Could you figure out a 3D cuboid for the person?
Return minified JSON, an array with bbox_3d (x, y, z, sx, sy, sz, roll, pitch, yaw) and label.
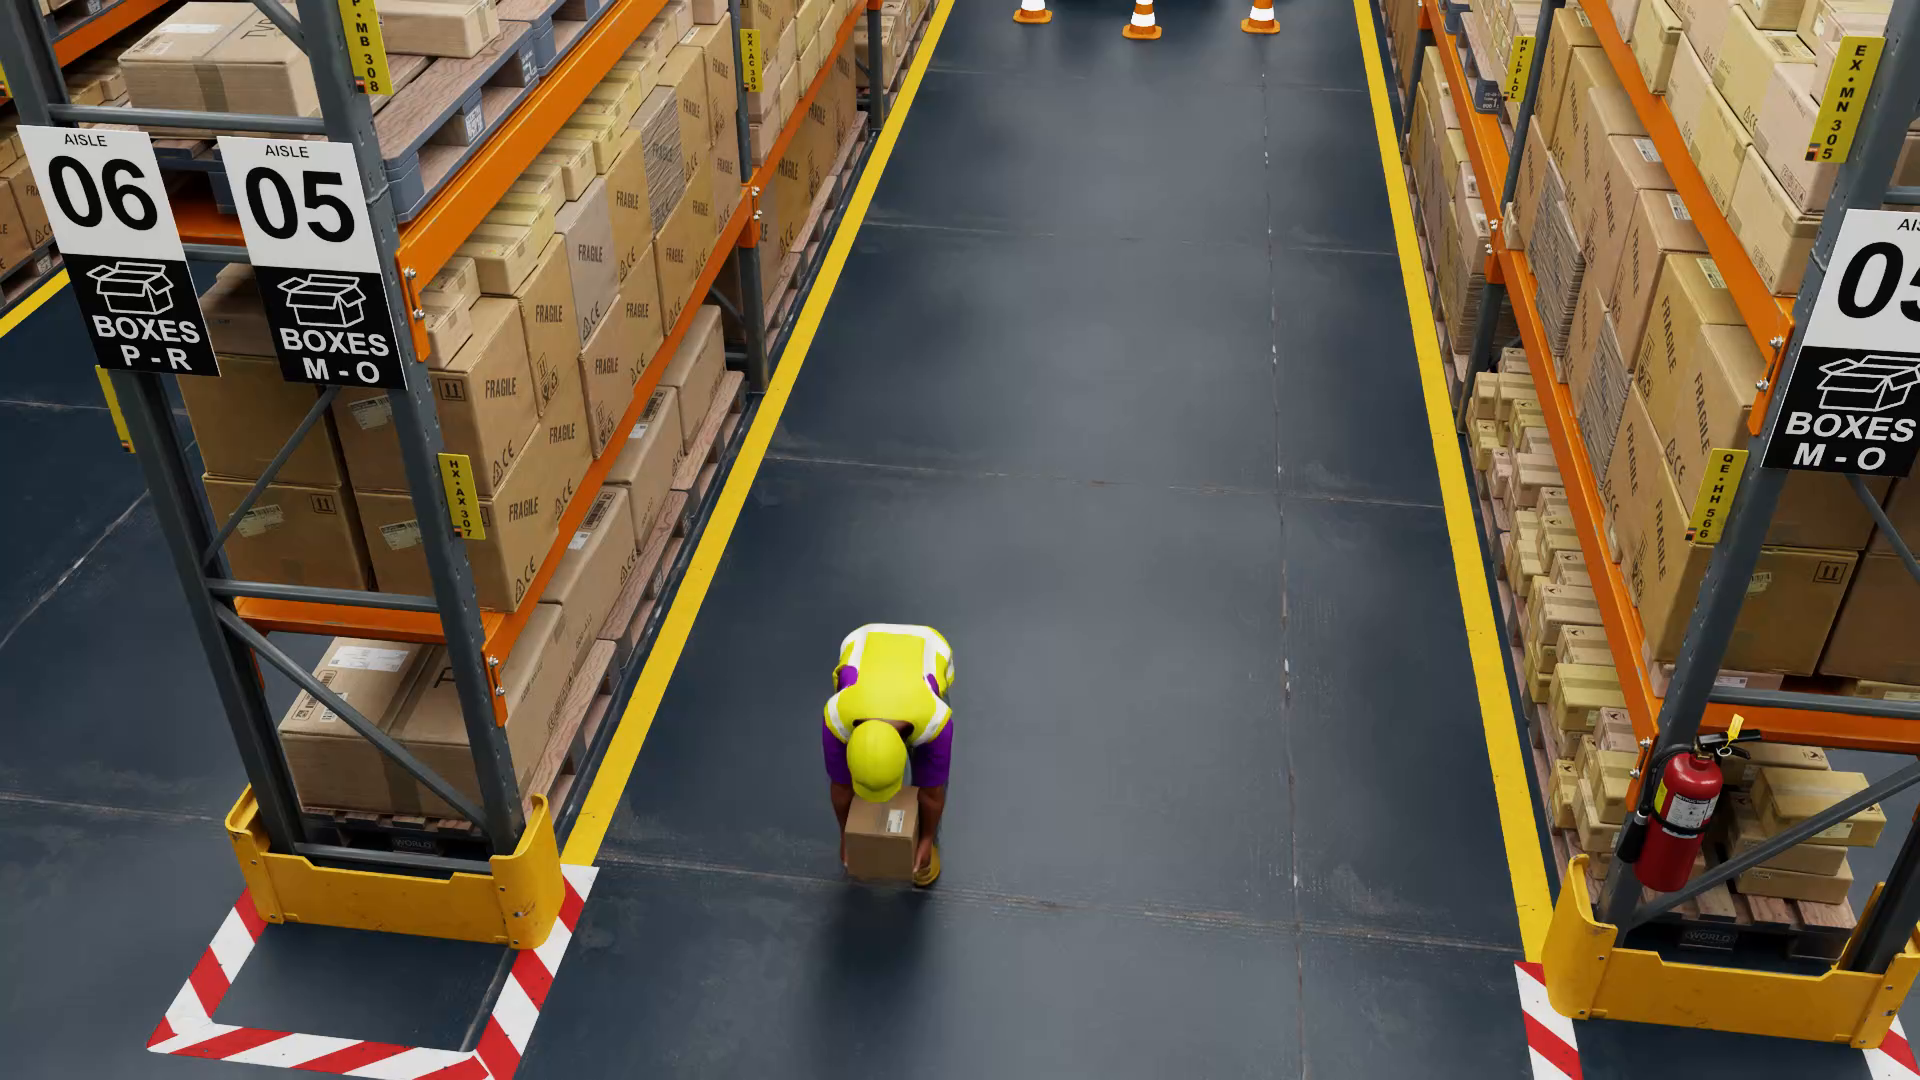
[{"bbox_3d":[-0.253,0.909,6.252,0.474,1.191,0.967,3,36,4],"label":"person"}]
